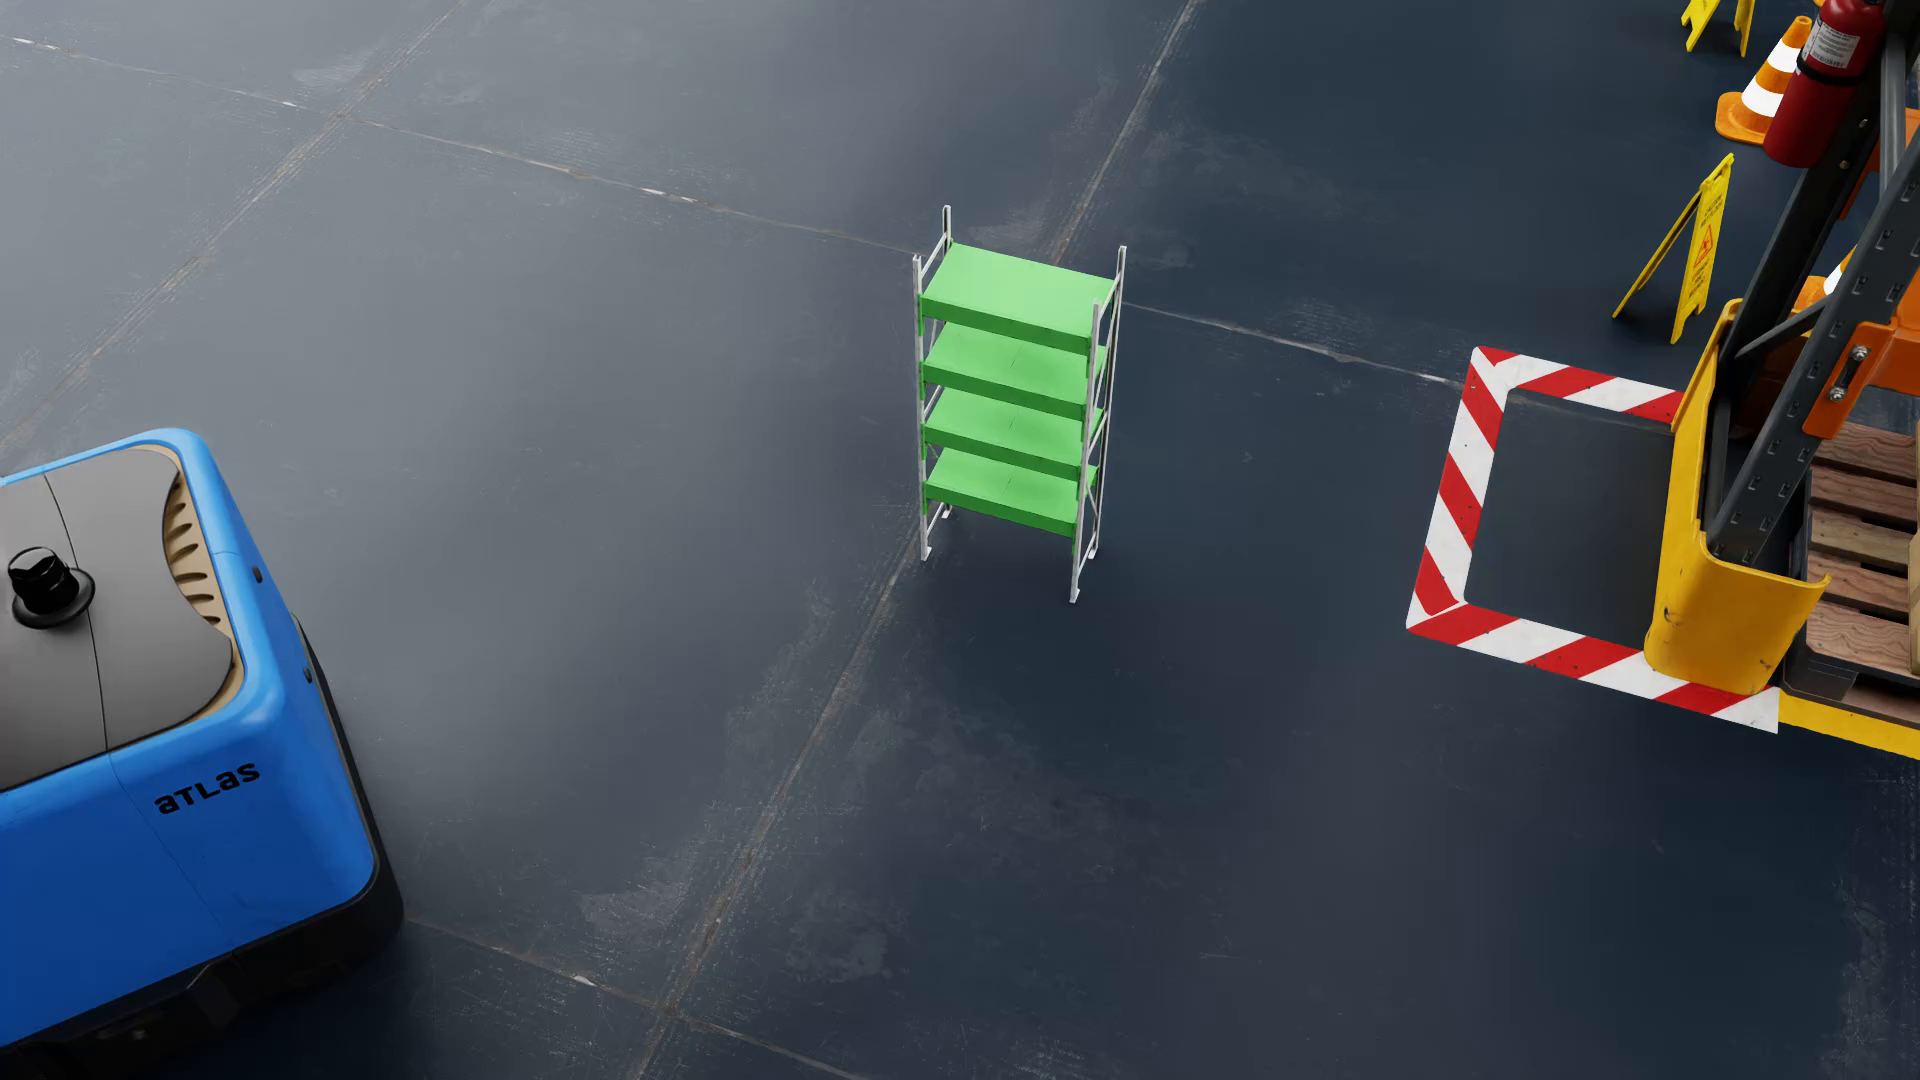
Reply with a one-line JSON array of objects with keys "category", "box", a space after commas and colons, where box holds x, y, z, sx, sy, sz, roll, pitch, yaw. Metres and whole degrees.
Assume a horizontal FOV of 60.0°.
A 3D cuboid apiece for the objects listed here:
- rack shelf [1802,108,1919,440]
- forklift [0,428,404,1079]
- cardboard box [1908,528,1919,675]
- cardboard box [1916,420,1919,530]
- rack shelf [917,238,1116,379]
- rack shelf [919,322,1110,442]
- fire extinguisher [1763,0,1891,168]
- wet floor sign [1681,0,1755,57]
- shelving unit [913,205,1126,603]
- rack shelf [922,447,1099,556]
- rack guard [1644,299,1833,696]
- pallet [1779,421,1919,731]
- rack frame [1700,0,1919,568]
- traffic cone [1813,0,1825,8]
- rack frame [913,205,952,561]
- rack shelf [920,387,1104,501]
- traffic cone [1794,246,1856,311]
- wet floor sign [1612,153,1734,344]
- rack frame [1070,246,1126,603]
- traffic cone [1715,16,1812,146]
[{"category": "rack shelf", "box": [4.187, -0.232, 3.942, 4.000, 0.370, 1.077, 16, 51, 13]}, {"category": "forklift", "box": [-2.988, 0.287, 3.061, 3.031, 2.935, 1.130, -22, 53, -18]}, {"category": "cardboard box", "box": [2.971, 0.179, 4.652, 0.500, 0.250, 0.500, 15, 51, 13]}, {"category": "cardboard box", "box": [3.185, -0.201, 4.981, 0.500, 0.250, 0.500, 15, 51, 13]}, {"category": "rack shelf", "box": [0.155, -0.622, 4.445, 0.480, 0.148, 0.258, 16, 51, 13]}, {"category": "rack shelf", "box": [0.155, -0.465, 4.626, 0.480, 0.148, 0.258, 16, 51, 13]}, {"category": "fire extinguisher", "box": [2.363, -1.323, 4.463, 0.183, 0.674, 0.296, 16, 51, 13]}, {"category": "wet floor sign", "box": [3.218, -2.360, 6.868, 0.232, 0.644, 0.267, 8, 50, 7]}, {"category": "shelving unit", "box": [0.155, -0.350, 4.759, 0.503, 1.200, 0.258, 16, 51, 13]}, {"category": "rack shelf", "box": [0.155, -0.151, 4.989, 0.480, 0.148, 0.258, 16, 51, 13]}, {"category": "rack guard", "box": [2.382, -0.153, 5.052, 0.348, 0.500, 1.175, 16, 51, 13]}, {"category": "pallet", "box": [3.132, 0.179, 4.955, 1.213, 0.211, 1.003, 16, 51, 13]}, {"category": "rack frame", "box": [2.311, -0.992, 4.124, 0.127, 3.000, 1.000, 16, 51, 13]}, {"category": "traffic cone", "box": [3.937, -2.550, 7.154, 0.334, 0.463, 0.336, 16, 51, 13]}, {"category": "rack frame", "box": [-0.074, -0.414, 4.814, 0.015, 1.200, 0.240, 16, 51, 13]}, {"category": "rack shelf", "box": [0.155, -0.308, 4.807, 0.480, 0.148, 0.258, 16, 51, 13]}, {"category": "traffic cone", "box": [3.161, -0.963, 5.778, 0.334, 0.463, 0.336, 16, 51, 13]}, {"category": "wet floor sign", "box": [2.503, -1.029, 5.715, 0.232, 0.644, 0.267, 33, 57, 25]}, {"category": "rack frame", "box": [0.384, -0.286, 4.704, 0.015, 1.200, 0.240, 16, 51, 13]}, {"category": "traffic cone", "box": [3.227, -1.838, 6.537, 0.334, 0.463, 0.336, 16, 51, 13]}]
